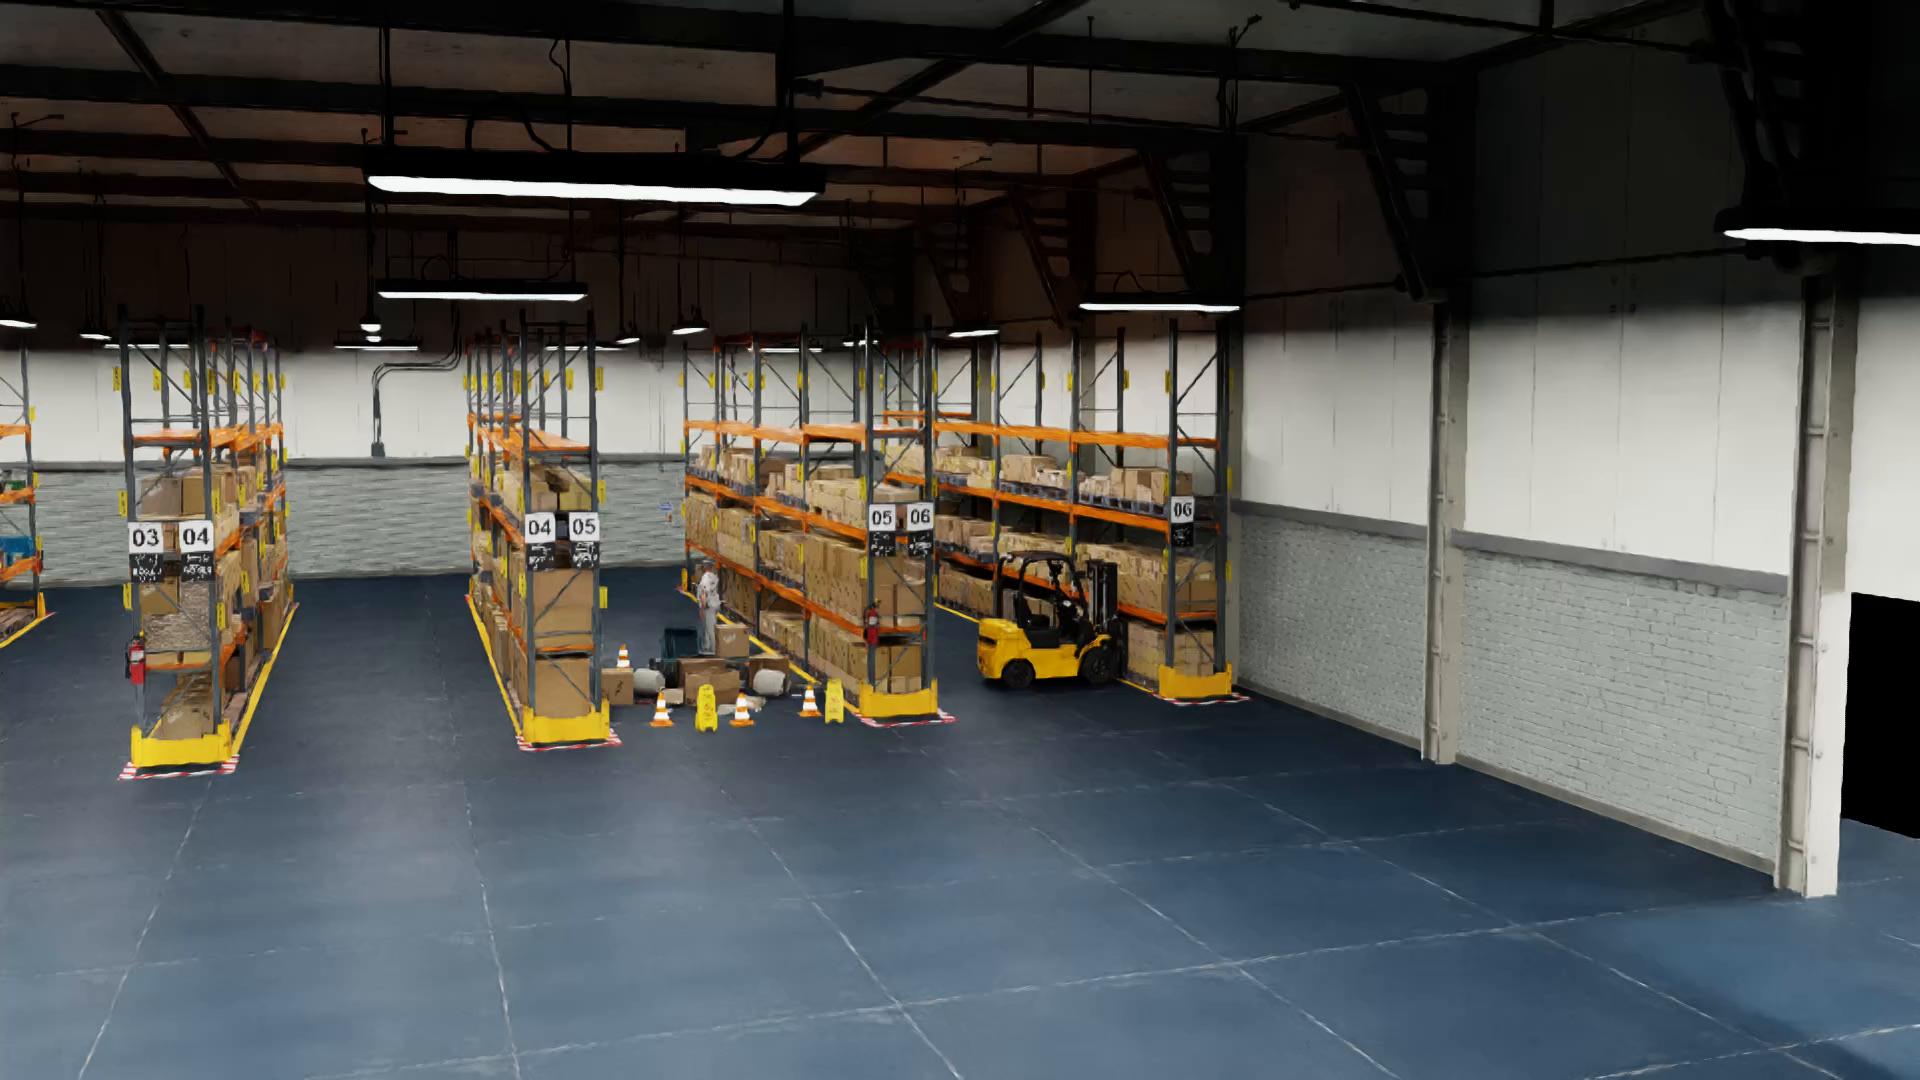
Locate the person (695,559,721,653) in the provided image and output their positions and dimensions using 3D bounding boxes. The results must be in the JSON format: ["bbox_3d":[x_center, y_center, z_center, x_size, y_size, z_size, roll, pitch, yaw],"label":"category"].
[{"bbox_3d":[-4.634,1.229,30.455,0.587,1.747,0.644,1,5,7],"label":"person"}]
